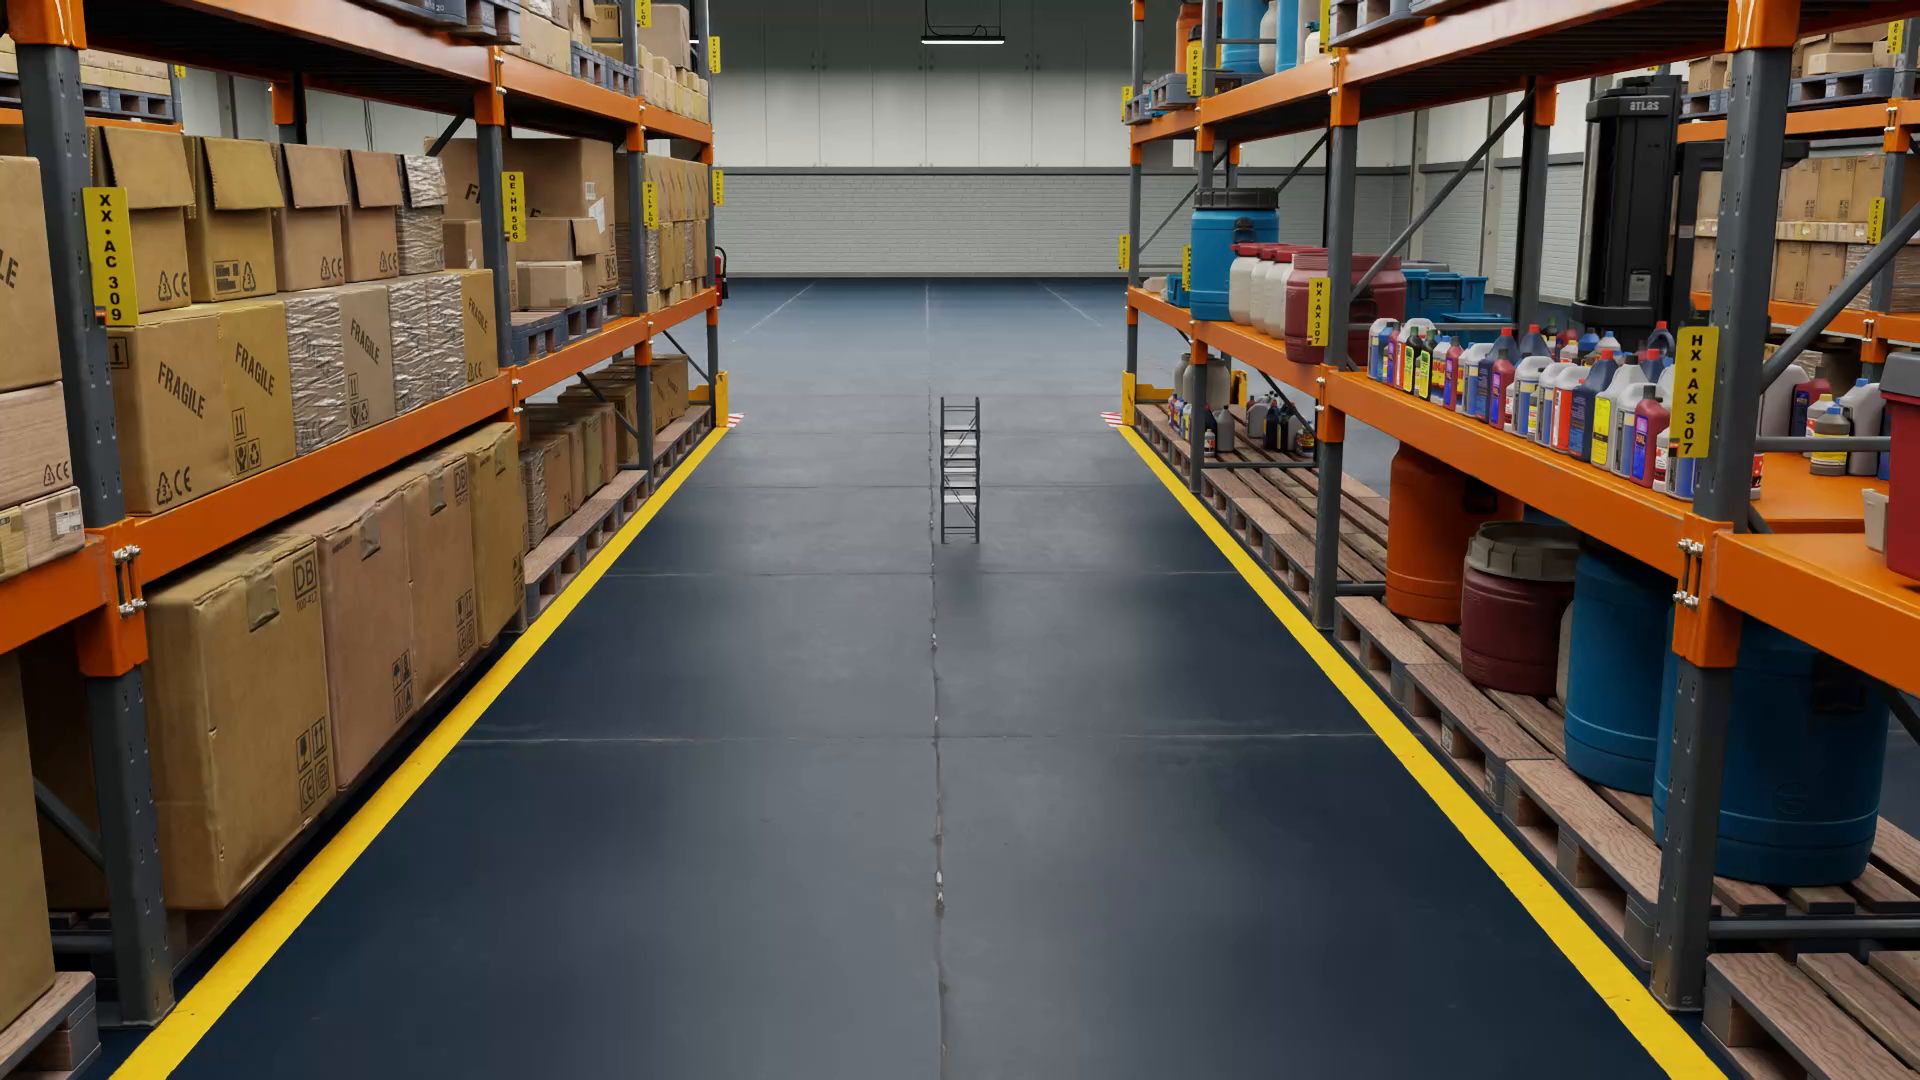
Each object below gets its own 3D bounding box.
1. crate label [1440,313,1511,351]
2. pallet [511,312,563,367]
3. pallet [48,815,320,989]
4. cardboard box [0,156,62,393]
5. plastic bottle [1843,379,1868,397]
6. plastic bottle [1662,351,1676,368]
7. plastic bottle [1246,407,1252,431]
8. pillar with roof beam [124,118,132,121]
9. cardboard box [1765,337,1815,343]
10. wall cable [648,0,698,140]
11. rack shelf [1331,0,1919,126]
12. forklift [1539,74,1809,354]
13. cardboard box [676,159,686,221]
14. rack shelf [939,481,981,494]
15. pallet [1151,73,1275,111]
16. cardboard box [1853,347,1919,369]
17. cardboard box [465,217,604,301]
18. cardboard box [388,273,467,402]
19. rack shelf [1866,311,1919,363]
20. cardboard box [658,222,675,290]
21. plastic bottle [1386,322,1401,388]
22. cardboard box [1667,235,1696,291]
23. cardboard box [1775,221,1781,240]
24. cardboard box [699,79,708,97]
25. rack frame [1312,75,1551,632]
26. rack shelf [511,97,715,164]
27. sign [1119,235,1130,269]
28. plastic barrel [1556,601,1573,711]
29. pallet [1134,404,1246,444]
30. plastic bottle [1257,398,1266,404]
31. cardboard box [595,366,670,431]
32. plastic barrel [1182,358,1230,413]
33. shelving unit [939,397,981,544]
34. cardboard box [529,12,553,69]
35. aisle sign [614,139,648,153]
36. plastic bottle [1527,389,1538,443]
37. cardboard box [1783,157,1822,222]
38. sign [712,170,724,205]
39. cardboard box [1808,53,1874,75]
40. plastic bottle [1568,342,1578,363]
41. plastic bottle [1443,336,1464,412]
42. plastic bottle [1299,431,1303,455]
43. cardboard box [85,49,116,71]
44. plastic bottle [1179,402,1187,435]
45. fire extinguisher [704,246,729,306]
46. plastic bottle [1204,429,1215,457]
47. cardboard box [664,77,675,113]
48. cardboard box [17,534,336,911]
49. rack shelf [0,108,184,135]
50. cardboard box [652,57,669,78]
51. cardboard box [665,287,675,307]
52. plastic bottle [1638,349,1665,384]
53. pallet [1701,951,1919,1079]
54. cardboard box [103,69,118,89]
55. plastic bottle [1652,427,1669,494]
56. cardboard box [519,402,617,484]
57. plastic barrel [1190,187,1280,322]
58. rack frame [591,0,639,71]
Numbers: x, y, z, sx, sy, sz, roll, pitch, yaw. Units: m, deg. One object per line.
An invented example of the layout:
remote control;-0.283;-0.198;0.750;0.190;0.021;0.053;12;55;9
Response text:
crate label;2.650;-1.030;8.515;0.303;0.233;0.416;0;11;-1
pallet;-2.789;-1.054;8.693;1.213;0.211;1.003;0;11;-1
pallet;-2.676;1.002;5.090;1.003;0.211;1.213;0;11;-1
cardboard box;-2.308;-0.561;3.524;0.500;0.500;0.500;0;11;0
plastic bottle;2.756;-0.358;5.105;0.097;0.271;0.097;0;11;0
plastic bottle;2.591;-0.554;6.069;0.097;0.271;0.097;0;11;0
plastic bottle;2.452;-1.016;13.956;0.097;0.201;0.097;0;11;0
pillar with roof beam;-14.782;-10.122;37.817;9.100;9.000;0.548;0;11;-1
cardboard box;6.888;-1.457;14.170;0.500;0.500;0.500;0;11;-1
wall cable;-8.457;-13.590;46.361;2.305;6.003;0.169;0;11;-1
rack shelf;2.326;-1.747;5.891;1.077;0.370;4.000;0;11;-1
forklift;5.178;-1.702;11.579;3.031;2.935;1.130;3;12;13
cardboard box;-2.548;-2.875;13.673;0.500;0.500;0.500;0;11;-1
rack shelf;0.000;-0.319;10.486;0.258;0.077;0.200;0;11;-1
pallet;2.089;-3.343;12.423;1.213;0.211;1.003;0;11;-1
cardboard box;7.439;-1.260;13.201;0.500;0.500;0.500;0;11;-1
cardboard box;-2.622;-1.714;10.148;0.797;0.503;0.637;1;12;5
cardboard box;-2.405;-0.860;7.000;0.500;0.500;0.500;0;11;-2
rack shelf;7.195;-1.092;10.206;1.077;0.370;4.000;0;11;-1
cardboard box;-2.673;-2.186;12.790;0.875;0.500;0.500;0;11;-1
plastic bottle;1.931;-0.817;7.336;0.061;0.283;0.133;0;11;-1
cardboard box;7.068;-2.593;15.545;0.700;0.500;0.500;0;11;-1
cardboard box;6.901;-2.567;13.786;0.380;0.149;0.250;0;11;1
cardboard box;-2.515;-4.135;15.227;0.380;0.149;0.250;0;11;-1
rack frame;2.284;-1.027;8.078;1.000;3.000;0.127;0;11;-1
rack shelf;-2.792;-3.317;13.630;1.077;0.370;4.000;0;11;-1
sign;1.569;-2.752;15.882;0.100;0.325;0.005;0;11;-1
plastic barrel;2.436;0.420;6.146;0.421;0.512;0.421;0;11;0
pallet;2.179;-1.074;15.324;1.003;0.211;1.213;0;11;-1
plastic bottle;2.576;-1.057;13.969;0.152;0.276;0.135;-1;11;-3
cardboard box;-2.796;-1.210;14.212;0.500;0.500;0.500;1;11;4
plastic barrel;2.219;-1.374;14.987;0.421;0.512;0.421;0;11;0
shelving unit;0.000;-0.439;10.462;0.258;0.900;0.210;0;11;-1
cardboard box;-2.433;-2.600;8.663;0.500;0.250;0.500;0;11;0
aisle sign;-3.134;-3.882;15.612;0.394;0.787;0.004;0;11;-1
plastic bottle;1.985;-0.434;5.655;0.097;0.201;0.097;0;11;0
cardboard box;7.117;-2.815;13.375;0.700;0.500;0.500;0;11;-1
sign;-2.278;-3.318;15.661;0.100;0.325;0.005;0;11;-1
cardboard box;6.856;-3.702;12.941;0.380;0.149;0.250;0;11;-1
plastic bottle;2.710;-0.763;7.275;0.097;0.201;0.097;0;11;0
plastic bottle;1.948;-0.653;6.526;0.061;0.283;0.133;0;11;-1
plastic bottle;2.631;-0.752;12.652;0.097;0.201;0.097;0;11;0
cardboard box;-7.485;-4.099;13.994;0.500;0.250;0.500;0;11;-1
plastic bottle;1.858;-1.006;13.729;0.097;0.271;0.097;0;11;0
fire extinguisher;-2.374;-2.584;15.945;0.296;0.674;0.183;0;11;-1
plastic bottle;1.883;-0.737;12.581;0.097;0.201;0.097;0;11;0
cardboard box;-2.519;-3.493;13.065;0.500;0.250;0.500;-1;11;-3
cardboard box;-2.618;0.497;4.854;1.225;0.875;0.875;0;11;-1
rack shelf;-7.753;-3.317;13.628;1.077;0.370;4.000;0;11;-1
cardboard box;-2.473;-3.668;12.926;0.380;0.149;0.250;0;11;-2
cardboard box;-2.458;-1.922;13.119;0.380;0.149;0.250;0;11;-1
plastic bottle;2.161;-0.427;5.241;0.144;0.351;0.185;0;11;-1
pallet;2.421;1.281;3.716;1.003;0.211;1.213;0;11;-1
cardboard box;-7.427;-3.931;14.173;0.380;0.149;0.250;0;11;-2
plastic bottle;2.006;-0.235;4.671;0.097;0.201;0.097;0;11;0
cardboard box;-2.759;-0.670;11.499;0.700;0.500;0.500;-1;12;-6
plastic barrel;1.907;-1.990;11.562;0.600;0.901;0.708;0;11;-1
rack frame;-2.750;-4.742;11.300;1.000;3.000;0.127;0;11;-1
